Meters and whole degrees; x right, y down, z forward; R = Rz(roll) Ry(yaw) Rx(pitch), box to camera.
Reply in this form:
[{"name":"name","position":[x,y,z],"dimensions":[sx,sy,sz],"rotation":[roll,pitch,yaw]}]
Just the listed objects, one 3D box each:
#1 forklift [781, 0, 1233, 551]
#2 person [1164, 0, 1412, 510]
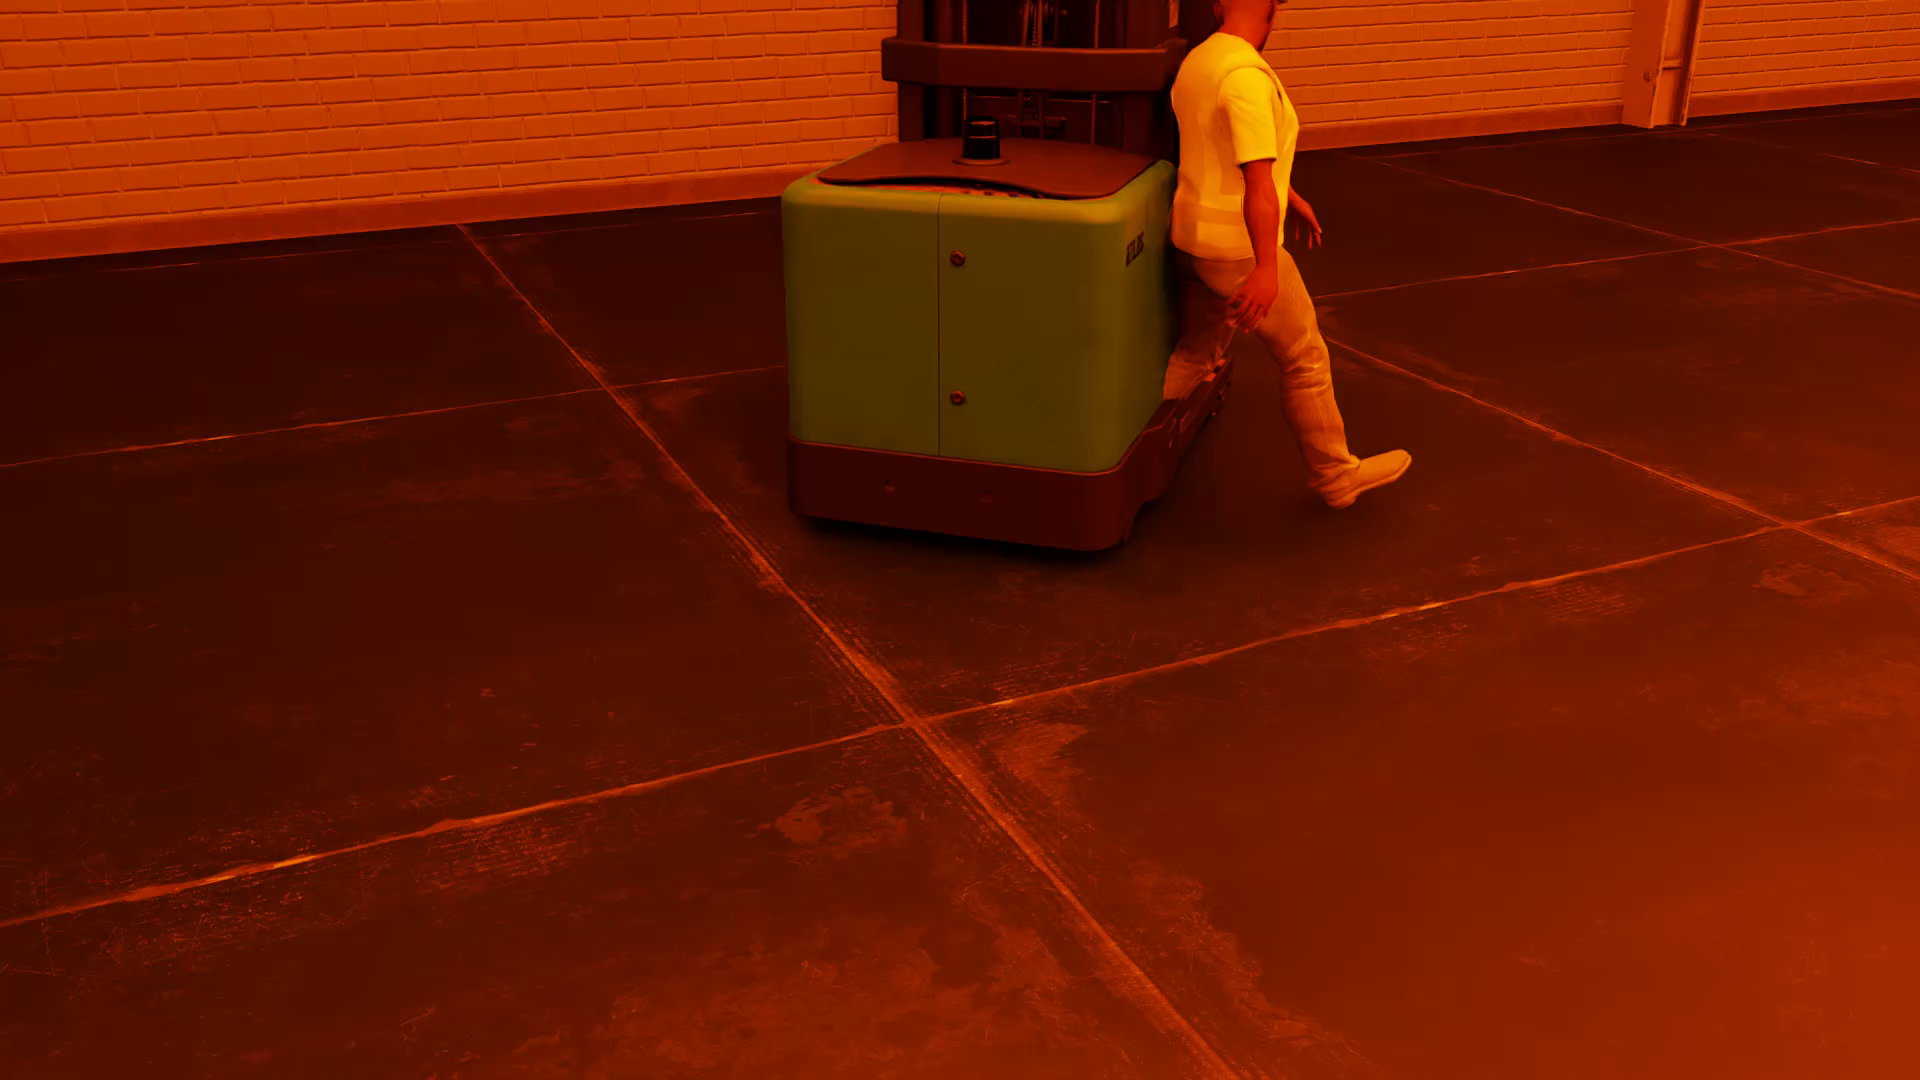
[{"name":"forklift","position":[0.417,-1.857,5.757],"dimensions":[1.130,2.935,3.031],"rotation":[7,24,17]},{"name":"person","position":[0.954,-0.902,5.122],"dimensions":[0.926,1.736,0.752],"rotation":[-6,23,-15]}]
